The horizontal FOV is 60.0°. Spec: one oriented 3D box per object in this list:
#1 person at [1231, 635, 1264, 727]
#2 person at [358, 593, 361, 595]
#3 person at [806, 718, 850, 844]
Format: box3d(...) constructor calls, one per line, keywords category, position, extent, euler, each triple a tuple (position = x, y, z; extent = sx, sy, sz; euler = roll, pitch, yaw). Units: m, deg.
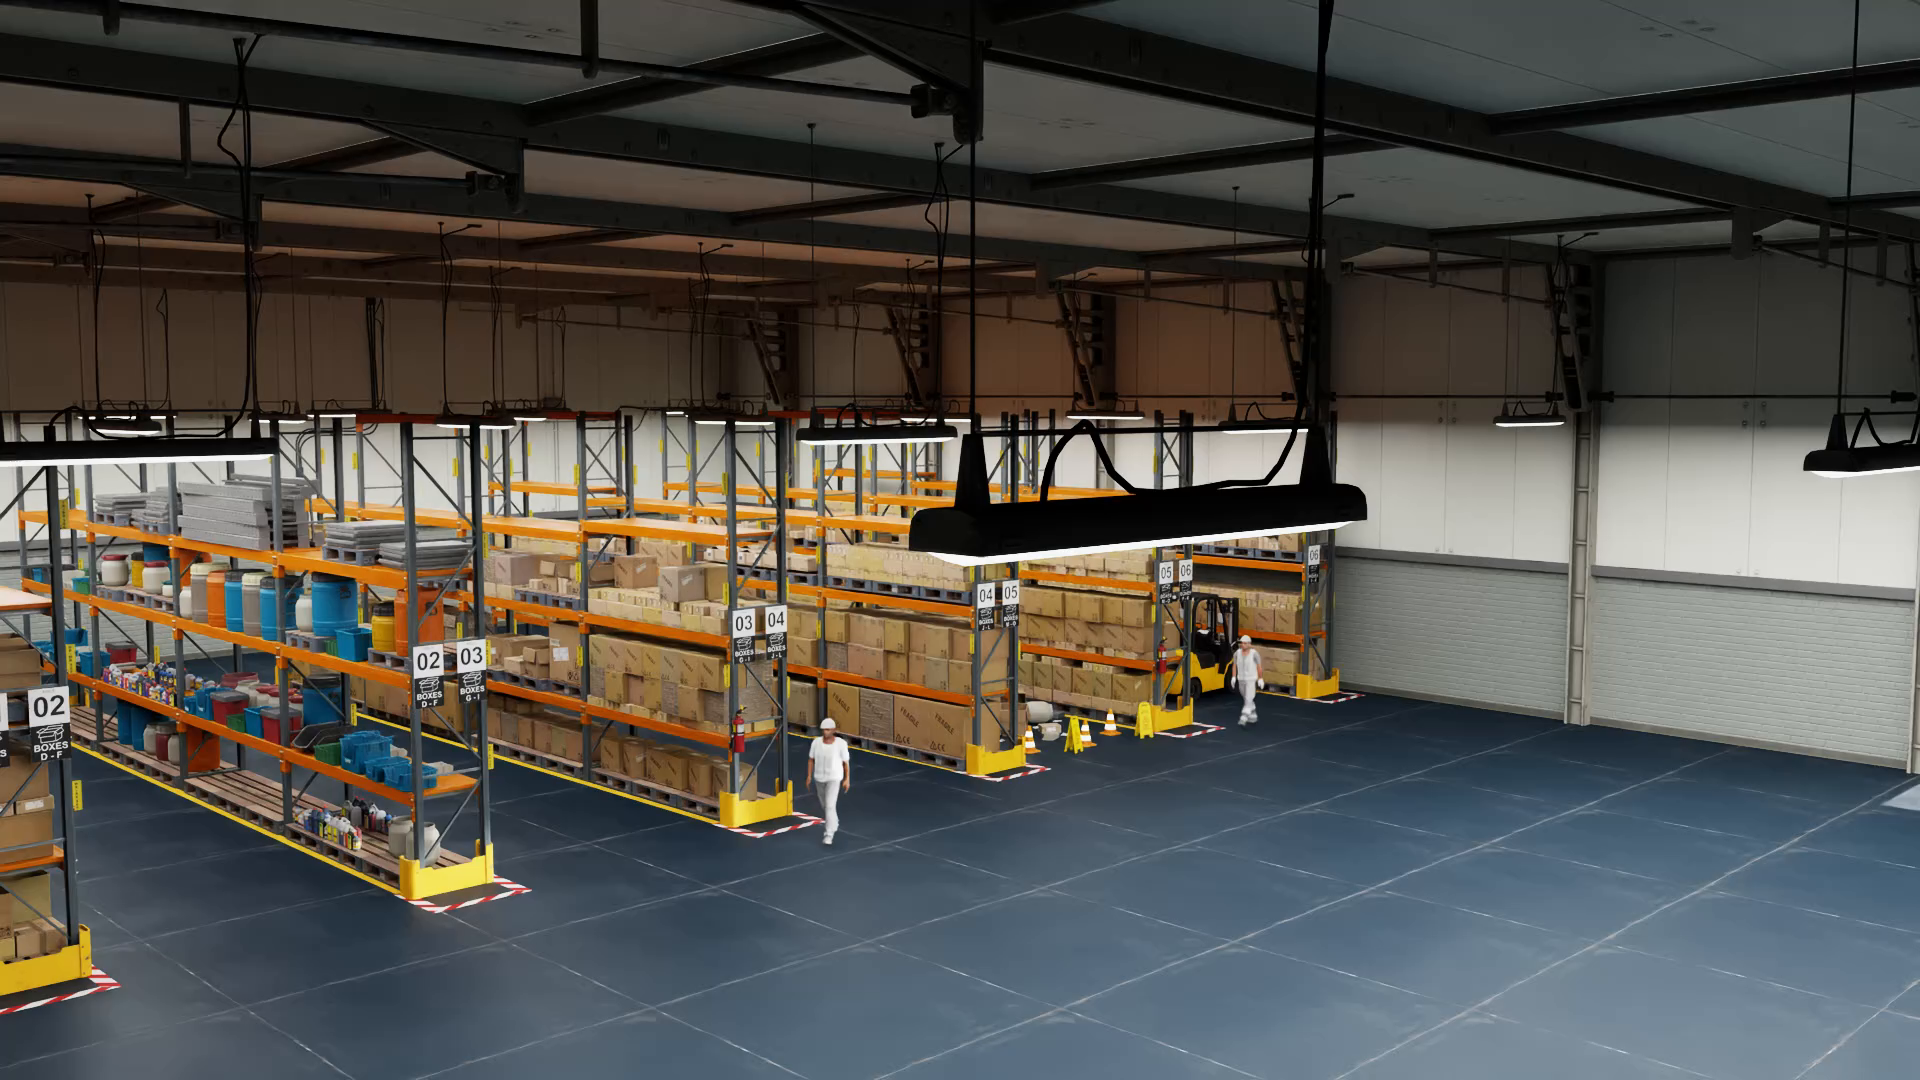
box3d(category="person", position=(5.438, 2.682, 31.748), extent=(0.565, 1.730, 1.032), euler=(4, 6, 39))
box3d(category="person", position=(-14.803, 1.932, 40.563), extent=(0.634, 1.744, 1.000), euler=(2, 5, 19))
box3d(category="person", position=(-1.900, 3.412, 23.743), extent=(0.575, 1.737, 0.946), euler=(2, 5, 23))
